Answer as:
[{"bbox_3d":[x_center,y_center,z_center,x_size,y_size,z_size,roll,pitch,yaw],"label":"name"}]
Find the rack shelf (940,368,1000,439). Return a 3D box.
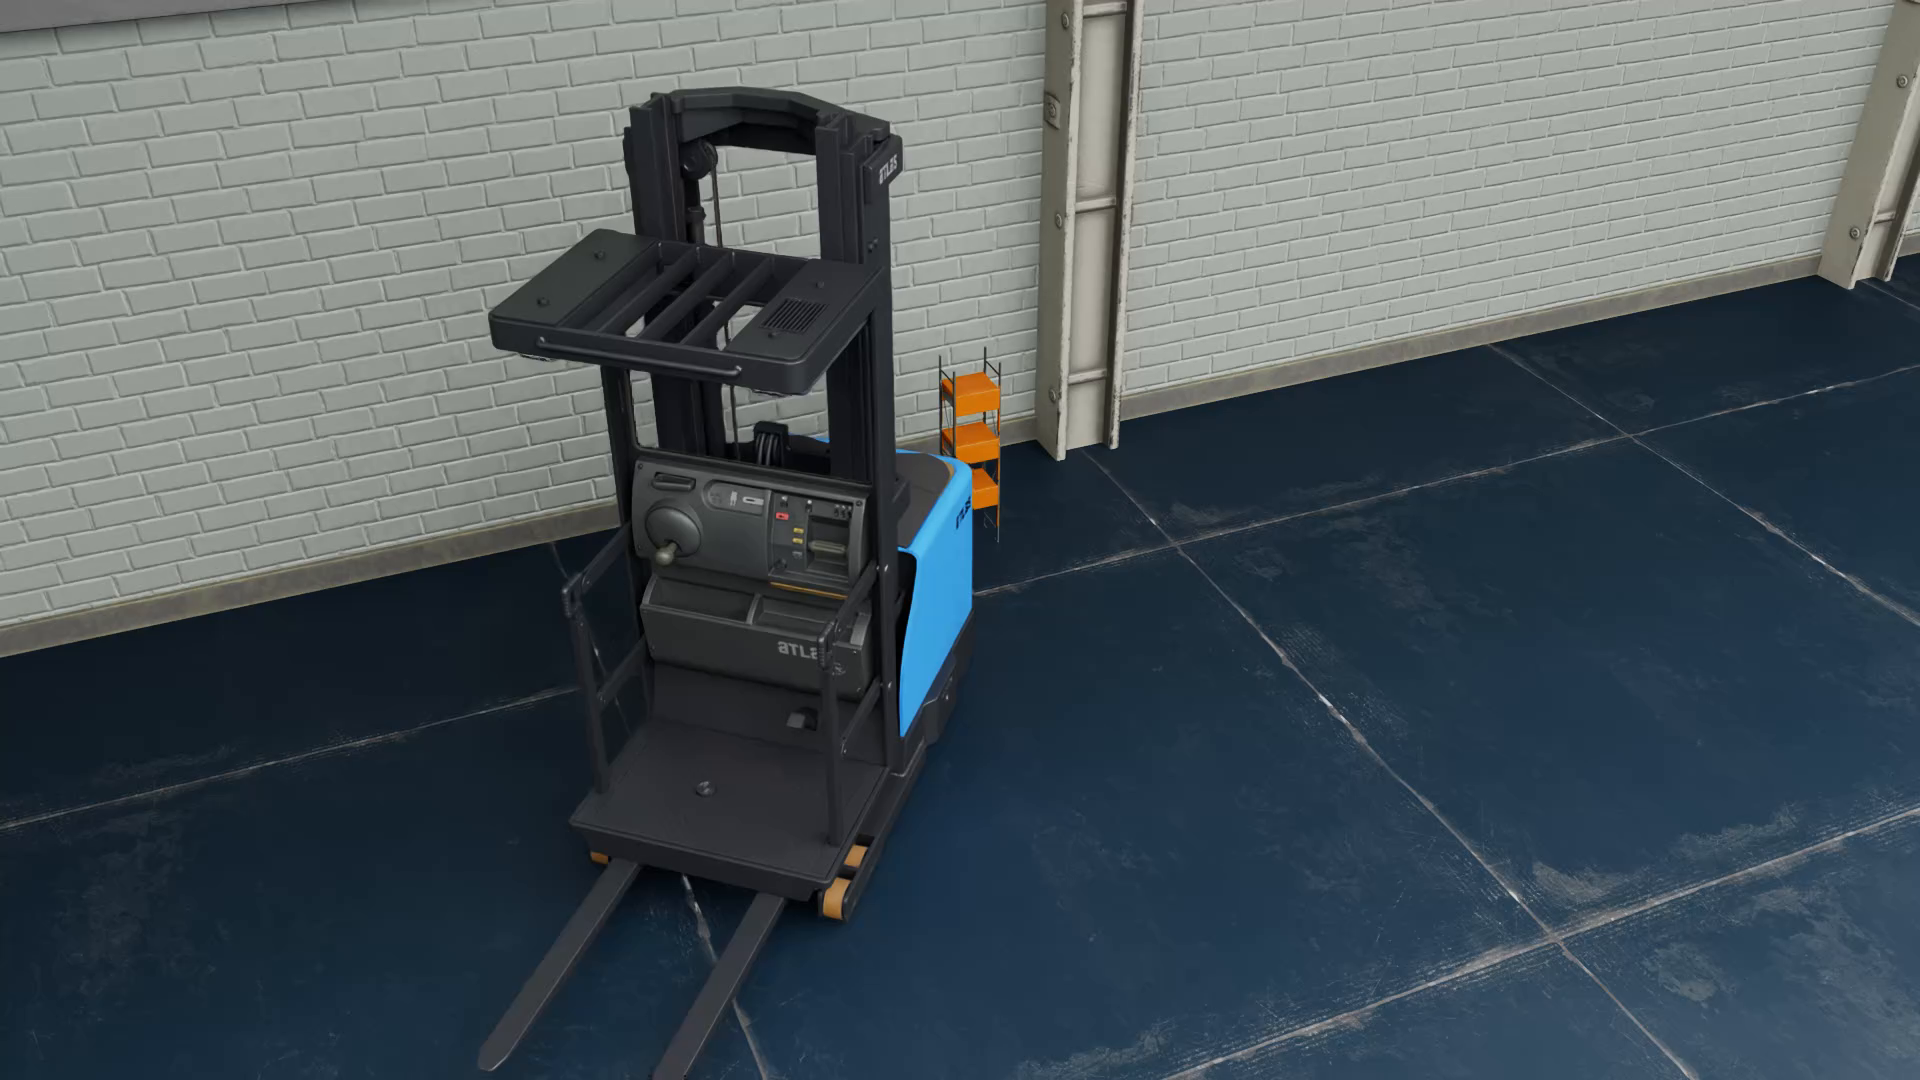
[{"bbox_3d":[0.049,-0.680,8.332,0.240,0.259,0.215,-13,35,-19],"label":"rack shelf"}]

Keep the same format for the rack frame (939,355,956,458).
[{"bbox_3d":[-0.063,-0.426,8.441,0.008,1.050,0.200,-13,35,-19],"label":"rack frame"}]

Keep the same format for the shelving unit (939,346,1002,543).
[{"bbox_3d":[0.049,-0.451,8.481,0.252,1.050,0.215,-13,35,-19],"label":"shelving unit"}]

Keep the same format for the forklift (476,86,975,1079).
[{"bbox_3d":[-0.859,0.004,6.056,1.130,2.935,3.031,10,34,15],"label":"forklift"}]

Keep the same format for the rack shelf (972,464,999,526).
[{"bbox_3d":[0.049,-0.210,8.638,0.240,0.259,0.215,-13,35,-19],"label":"rack shelf"}]

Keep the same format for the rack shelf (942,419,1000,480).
[{"bbox_3d":[0.049,-0.442,8.487,0.240,0.259,0.215,-13,35,-19],"label":"rack shelf"}]

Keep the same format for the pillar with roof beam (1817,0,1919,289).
[{"bbox_3d":[7.870,-3.443,5.790,0.400,9.000,9.100,-13,35,-19],"label":"pillar with roof beam"}]

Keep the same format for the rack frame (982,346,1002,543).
[{"bbox_3d":[0.162,-0.477,8.521,0.008,1.050,0.200,-13,35,-19],"label":"rack frame"}]

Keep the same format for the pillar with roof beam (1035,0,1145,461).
[{"bbox_3d":[2.338,-2.176,3.843,0.400,9.000,9.100,-13,35,-19],"label":"pillar with roof beam"}]
